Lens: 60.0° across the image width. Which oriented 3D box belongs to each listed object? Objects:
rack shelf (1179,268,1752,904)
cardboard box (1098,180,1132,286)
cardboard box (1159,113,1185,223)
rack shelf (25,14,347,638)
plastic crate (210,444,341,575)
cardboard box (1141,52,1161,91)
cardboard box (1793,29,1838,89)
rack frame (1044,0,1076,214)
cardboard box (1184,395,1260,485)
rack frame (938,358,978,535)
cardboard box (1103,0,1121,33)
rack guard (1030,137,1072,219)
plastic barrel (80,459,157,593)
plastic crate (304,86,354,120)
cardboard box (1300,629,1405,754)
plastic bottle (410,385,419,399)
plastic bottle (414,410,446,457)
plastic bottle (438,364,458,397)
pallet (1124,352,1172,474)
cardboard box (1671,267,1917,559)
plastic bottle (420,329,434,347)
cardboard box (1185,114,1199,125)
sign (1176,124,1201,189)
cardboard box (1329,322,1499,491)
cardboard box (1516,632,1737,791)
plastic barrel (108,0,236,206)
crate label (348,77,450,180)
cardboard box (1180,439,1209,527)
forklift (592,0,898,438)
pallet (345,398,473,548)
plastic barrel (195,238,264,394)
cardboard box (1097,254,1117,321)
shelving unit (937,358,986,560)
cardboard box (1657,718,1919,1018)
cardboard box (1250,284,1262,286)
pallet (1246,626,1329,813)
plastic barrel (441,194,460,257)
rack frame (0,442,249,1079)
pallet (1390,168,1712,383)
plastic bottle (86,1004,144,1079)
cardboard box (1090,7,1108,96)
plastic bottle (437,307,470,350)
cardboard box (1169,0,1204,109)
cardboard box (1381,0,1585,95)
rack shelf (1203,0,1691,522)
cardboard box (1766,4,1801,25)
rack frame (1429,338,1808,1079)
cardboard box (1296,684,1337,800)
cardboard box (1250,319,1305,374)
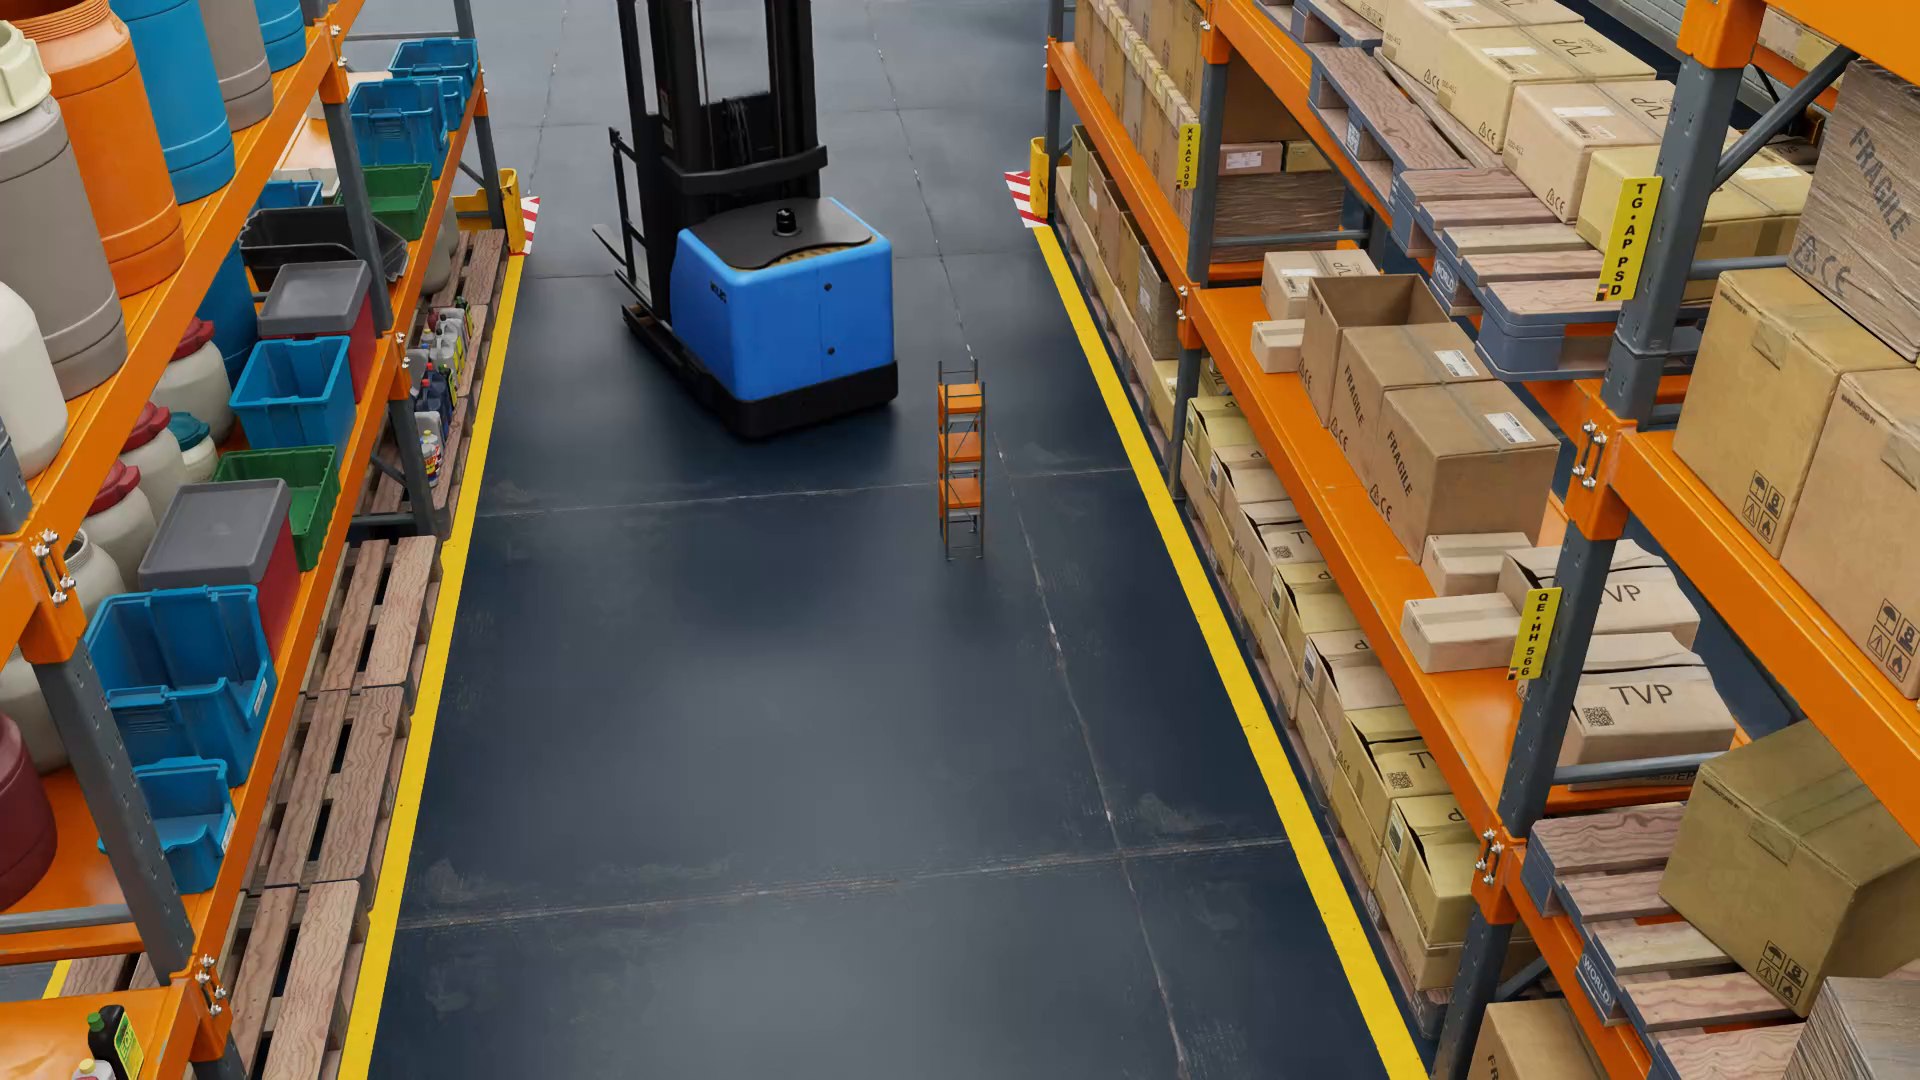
[{"bbox_3d":[1.933,-0.111,7.017,1.077,0.370,4.000,-4,35,-6],"label":"rack shelf"},{"bbox_3d":[1.177,-1.951,10.480,0.500,0.500,0.500,-4,35,-6],"label":"cardboard box"},{"bbox_3d":[1.521,-2.107,9.218,0.700,0.500,0.500,-5,35,-7],"label":"cardboard box"},{"bbox_3d":[-2.976,-0.978,5.625,1.077,0.370,4.000,-4,35,-6],"label":"rack shelf"},{"bbox_3d":[-2.731,-0.113,6.570,0.450,0.188,0.662,-4,35,-6],"label":"plastic crate"},{"bbox_3d":[1.246,-2.678,9.480,0.380,0.149,0.250,-3,34,-5],"label":"cardboard box"},{"bbox_3d":[5.932,-3.210,11.041,0.500,0.250,0.500,-5,35,-7],"label":"cardboard box"},{"bbox_3d":[1.126,-3.757,11.728,1.000,3.000,0.127,-4,35,-6],"label":"rack frame"},{"bbox_3d":[1.473,-0.544,8.584,0.500,0.311,0.500,-4,35,-6],"label":"cardboard box"},{"bbox_3d":[-0.009,-0.472,8.639,0.200,1.050,0.008,-4,35,-6],"label":"rack frame"},{"bbox_3d":[1.106,-3.255,10.326,0.380,0.149,0.250,-5,35,-8],"label":"cardboard box"},{"bbox_3d":[1.123,-2.737,12.451,1.175,0.500,0.348,-4,35,-6],"label":"rack guard"},{"bbox_3d":[-3.177,-0.006,6.104,0.433,0.535,0.433,0,34,0],"label":"plastic barrel"},{"bbox_3d":[-3.981,-2.751,10.486,0.298,0.136,0.250,-4,35,-6],"label":"plastic crate"},{"bbox_3d":[1.746,0.593,6.915,0.500,0.311,0.500,-5,35,-7],"label":"cardboard box"},{"bbox_3d":[-3.081,-0.759,9.362,0.097,0.271,0.097,0,34,0],"label":"plastic bottle"},{"bbox_3d":[-2.924,-0.597,9.119,0.152,0.276,0.135,-3,34,-5],"label":"plastic bottle"},{"bbox_3d":[-2.982,-0.924,9.665,0.097,0.201,0.097,0,34,0],"label":"plastic bottle"},{"bbox_3d":[1.599,-0.819,9.893,1.003,0.211,1.213,-4,35,-6],"label":"pallet"},{"bbox_3d":[2.294,-0.332,3.950,0.910,0.500,0.500,-4,35,-6],"label":"cardboard box"},{"bbox_3d":[-3.197,-1.177,10.037,0.097,0.201,0.097,0,34,0],"label":"plastic bottle"},{"bbox_3d":[1.384,-2.108,8.643,0.380,0.149,0.250,-5,35,-7],"label":"cardboard box"},{"bbox_3d":[1.114,-1.872,8.123,0.100,0.325,0.005,-4,35,-6],"label":"sign"},{"bbox_3d":[1.889,-0.563,6.952,0.500,0.500,0.500,-4,35,-6],"label":"cardboard box"},{"bbox_3d":[2.196,0.538,5.505,0.500,0.311,0.500,-2,34,-3],"label":"cardboard box"},{"bbox_3d":[-2.785,-1.601,5.455,0.600,0.901,0.708,-4,35,-6],"label":"plastic barrel"},{"bbox_3d":[-3.267,-2.392,9.693,0.502,0.435,0.616,-4,35,-6],"label":"crate label"},{"bbox_3d":[1.473,-0.318,8.750,0.500,0.250,0.500,-5,35,-8],"label":"cardboard box"},{"bbox_3d":[-1.550,-2.606,10.101,1.130,2.935,3.031,-18,38,-24],"label":"forklift"},{"bbox_3d":[-3.294,-0.377,9.245,1.003,0.211,1.213,-4,35,-6],"label":"pallet"},{"bbox_3d":[-3.493,-1.120,7.414,0.600,0.901,0.708,-4,35,-6],"label":"plastic barrel"},{"bbox_3d":[1.178,-1.641,10.691,0.500,0.250,0.500,-4,35,-6],"label":"cardboard box"},{"bbox_3d":[0.007,-0.404,8.539,0.215,1.050,0.252,-4,35,-6],"label":"shelving unit"},{"bbox_3d":[2.398,0.836,4.527,0.700,0.500,0.500,-16,37,-22],"label":"cardboard box"},{"bbox_3d":[1.912,-1.154,9.312,0.500,0.500,0.500,-4,35,-6],"label":"cardboard box"},{"bbox_3d":[1.969,0.718,7.637,1.003,0.211,1.213,-4,35,-6],"label":"pallet"},{"bbox_3d":[-3.619,-2.168,11.232,0.421,0.512,0.421,0,34,0],"label":"plastic barrel"},{"bbox_3d":[-2.707,1.081,4.629,1.000,3.000,0.127,-4,35,-6],"label":"rack frame"},{"bbox_3d":[2.022,-0.826,4.931,1.213,0.211,1.003,-3,34,-4],"label":"pallet"},{"bbox_3d":[-2.230,1.322,4.378,0.061,0.283,0.133,-4,35,-6],"label":"plastic bottle"},{"bbox_3d":[1.252,-3.244,10.886,0.700,0.500,0.500,-4,34,-5],"label":"cardboard box"},{"bbox_3d":[-3.095,-1.306,10.159,0.152,0.276,0.135,-4,34,-6],"label":"plastic bottle"},{"bbox_3d":[1.529,-2.631,8.835,0.700,0.500,0.500,-4,35,-6],"label":"cardboard box"},{"bbox_3d":[1.860,-1.804,5.959,0.500,0.250,0.500,-7,35,-10],"label":"cardboard box"},{"bbox_3d":[1.933,-1.351,6.172,1.077,0.370,4.000,-4,35,-6],"label":"rack shelf"},{"bbox_3d":[5.857,-3.824,11.276,0.500,0.500,0.500,-4,35,-6],"label":"cardboard box"},{"bbox_3d":[2.202,0.708,5.177,1.000,3.000,0.127,-4,35,-6],"label":"rack frame"},{"bbox_3d":[1.752,0.827,7.070,0.500,0.250,0.500,-4,34,-5],"label":"cardboard box"},{"bbox_3d":[1.581,-0.911,7.775,0.380,0.149,0.250,-4,35,-6],"label":"cardboard box"}]
